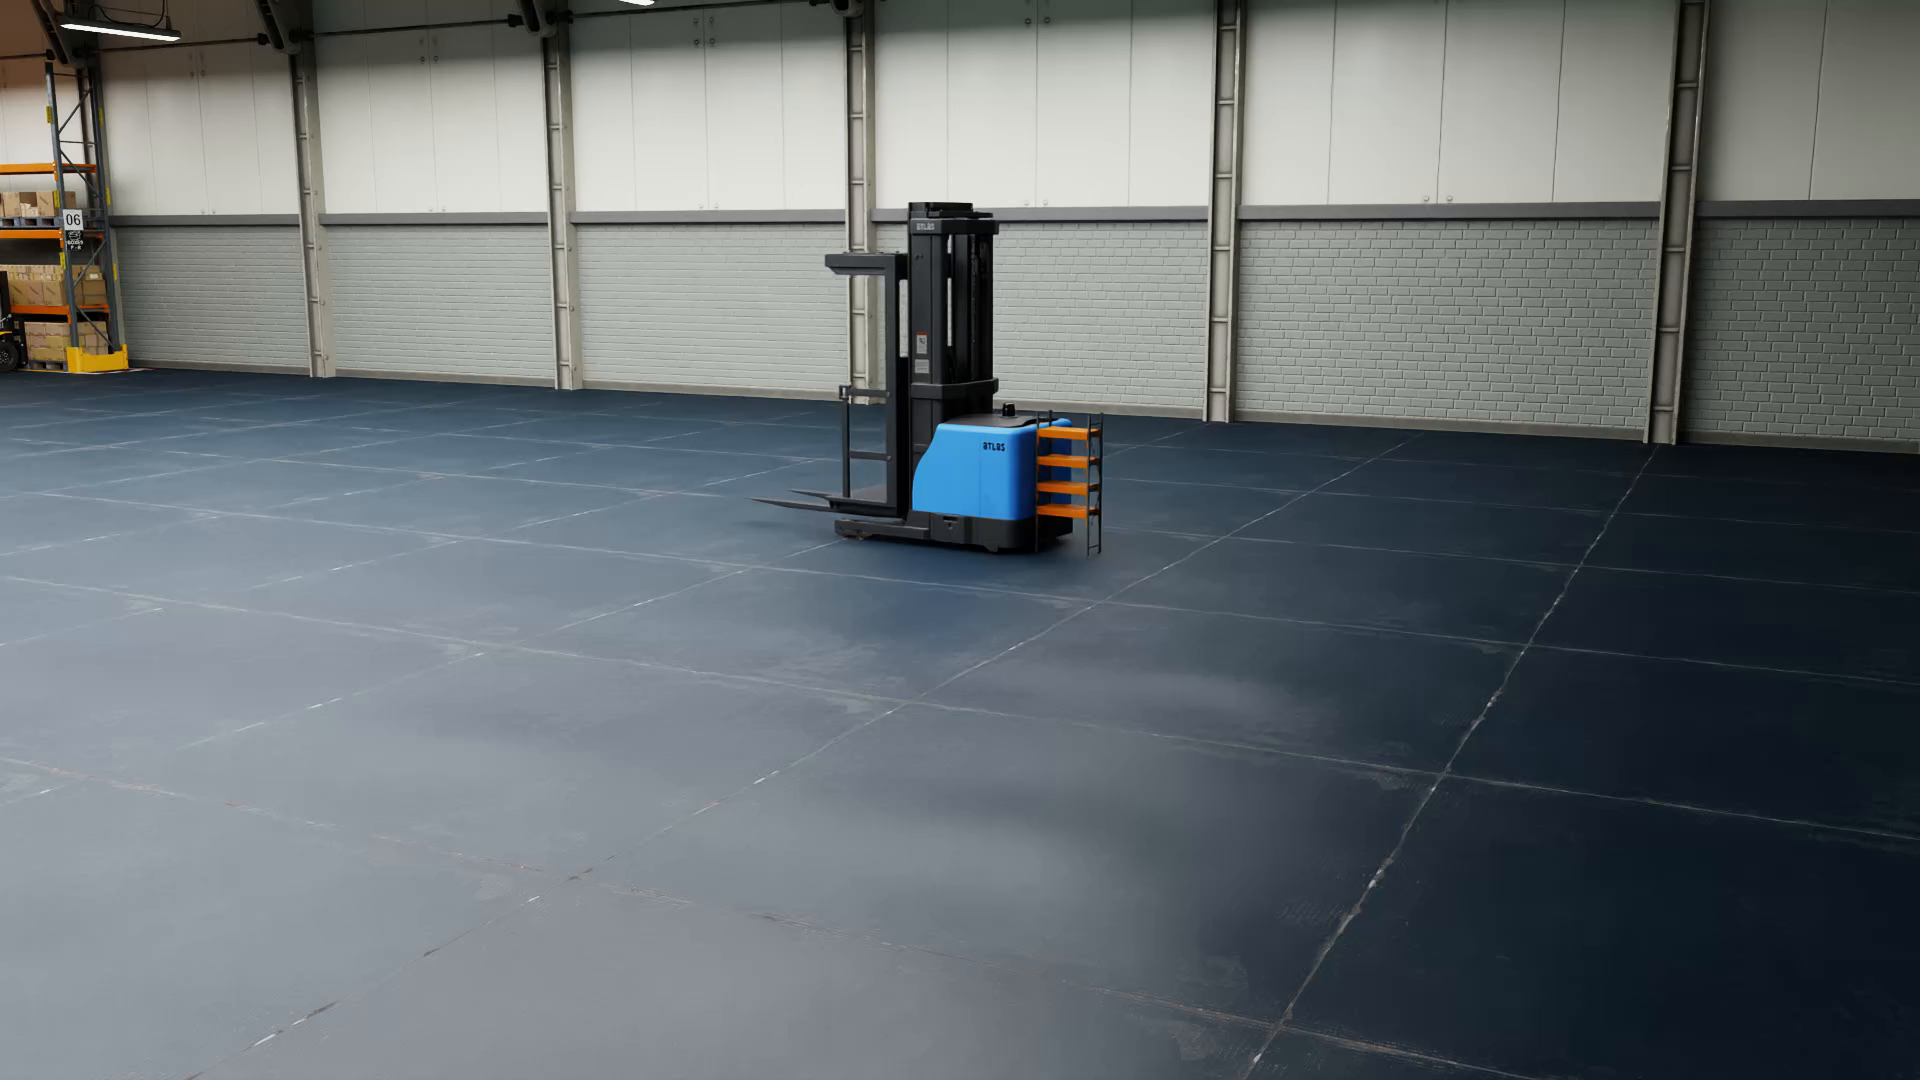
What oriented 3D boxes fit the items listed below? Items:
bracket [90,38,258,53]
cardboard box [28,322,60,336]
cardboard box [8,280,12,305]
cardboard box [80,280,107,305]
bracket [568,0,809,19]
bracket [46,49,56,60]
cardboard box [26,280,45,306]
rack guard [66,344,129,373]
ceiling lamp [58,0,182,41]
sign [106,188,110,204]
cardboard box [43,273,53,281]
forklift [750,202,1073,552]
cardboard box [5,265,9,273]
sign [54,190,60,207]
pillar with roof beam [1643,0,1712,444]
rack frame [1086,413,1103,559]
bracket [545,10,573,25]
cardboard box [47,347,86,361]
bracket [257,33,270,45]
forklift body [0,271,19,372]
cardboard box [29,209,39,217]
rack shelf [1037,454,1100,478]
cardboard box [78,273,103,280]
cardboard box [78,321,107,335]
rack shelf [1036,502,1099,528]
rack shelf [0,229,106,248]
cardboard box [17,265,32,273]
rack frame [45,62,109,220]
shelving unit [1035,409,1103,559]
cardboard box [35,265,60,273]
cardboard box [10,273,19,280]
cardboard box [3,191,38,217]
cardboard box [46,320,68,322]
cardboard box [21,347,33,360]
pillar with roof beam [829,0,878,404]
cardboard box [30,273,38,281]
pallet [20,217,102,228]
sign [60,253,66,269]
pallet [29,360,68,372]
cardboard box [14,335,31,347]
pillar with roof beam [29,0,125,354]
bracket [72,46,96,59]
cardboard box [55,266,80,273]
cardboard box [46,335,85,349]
[{"bbox_3d":[-15.182,-9.549,32.114,4.783,0.066,0.076,5,11,26],"label":"bracket"},{"bbox_3d":[-18.508,-4.292,33.754,0.500,0.250,0.500,5,12,27],"label":"cardboard box"},{"bbox_3d":[-19.431,-5.087,34.133,0.500,0.500,0.500,5,11,26],"label":"cardboard box"},{"bbox_3d":[-17.818,-5.053,33.945,0.500,0.500,0.500,5,12,28],"label":"cardboard box"},{"bbox_3d":[-4.420,-8.603,26.889,4.783,0.066,0.076,5,11,26],"label":"bracket"},{"bbox_3d":[-18.252,-9.818,33.604,0.430,0.232,0.235,5,11,26],"label":"bracket"},{"bbox_3d":[-18.516,-5.009,33.701,0.500,0.500,0.500,5,12,28],"label":"cardboard box"},{"bbox_3d":[-17.475,-3.688,33.706,0.348,0.500,1.175,5,11,26],"label":"rack guard"},{"bbox_3d":[-13.120,-9.596,26.092,0.800,3.185,2.000,5,11,26],"label":"ceiling lamp"},{"bbox_3d":[-17.246,-6.953,33.628,0.005,0.325,0.100,5,11,26],"label":"sign"},{"bbox_3d":[-18.174,-5.287,33.415,0.250,0.149,0.380,5,12,27],"label":"cardboard box"},{"bbox_3d":[-0.521,-1.516,14.879,3.031,2.935,1.130,6,12,32],"label":"forklift"},{"bbox_3d":[-19.290,-5.549,34.033,0.250,0.149,0.380,5,11,27],"label":"cardboard box"},{"bbox_3d":[-17.749,-6.707,32.682,0.005,0.325,0.100,5,11,26],"label":"sign"},{"bbox_3d":[7.276,-5.020,17.197,0.400,9.000,9.100,5,11,26],"label":"pillar with roof beam"},{"bbox_3d":[1.122,-0.453,13.864,0.015,1.200,0.240,6,12,32],"label":"rack frame"},{"bbox_3d":[-6.746,-8.807,28.018,0.430,0.232,0.235,5,11,26],"label":"bracket"},{"bbox_3d":[-18.058,-3.760,33.627,0.500,0.250,0.500,5,11,26],"label":"cardboard box"},{"bbox_3d":[-12.871,-9.345,30.992,0.430,0.232,0.235,5,11,26],"label":"bracket"},{"bbox_3d":[-20.005,-4.361,32.785,1.214,2.155,2.313,5,11,26],"label":"forklift body"},{"bbox_3d":[-18.374,-6.545,33.295,0.250,0.149,0.380,5,11,24],"label":"cardboard box"},{"bbox_3d":[0.916,-0.630,13.965,0.480,0.148,0.258,6,12,32],"label":"rack shelf"},{"bbox_3d":[-17.686,-5.357,33.803,0.250,0.149,0.380,5,11,24],"label":"cardboard box"},{"bbox_3d":[-17.844,-4.334,33.988,0.500,0.250,0.500,5,11,25],"label":"cardboard box"},{"bbox_3d":[0.916,-0.215,14.040,0.480,0.148,0.258,6,12,32],"label":"rack shelf"},{"bbox_3d":[-19.290,-6.200,34.161,4.000,0.370,1.077,5,11,26],"label":"rack shelf"},{"bbox_3d":[-18.866,-5.495,33.730,0.250,0.149,0.380,5,12,27],"label":"cardboard box"},{"bbox_3d":[-17.497,-7.872,32.959,0.127,3.000,1.000,5,11,26],"label":"rack frame"},{"bbox_3d":[0.916,-0.476,13.993,0.503,1.200,0.258,6,12,32],"label":"shelving unit"},{"bbox_3d":[-18.393,-5.460,33.540,0.250,0.149,0.380,5,12,27],"label":"cardboard box"},{"bbox_3d":[-19.093,-5.368,33.867,0.250,0.149,0.380,5,11,26],"label":"cardboard box"},{"bbox_3d":[-18.876,-6.794,33.683,0.500,0.500,0.700,5,11,26],"label":"cardboard box"},{"bbox_3d":[-18.738,-4.414,34.430,0.500,0.250,0.500,5,11,25],"label":"cardboard box"},{"bbox_3d":[-18.944,-3.842,34.077,0.500,0.250,0.500,5,11,26],"label":"cardboard box"},{"bbox_3d":[-3.485,-5.965,22.422,0.548,9.000,9.100,5,11,26],"label":"pillar with roof beam"},{"bbox_3d":[-18.597,-5.338,33.700,0.250,0.149,0.380,5,11,25],"label":"cardboard box"},{"bbox_3d":[-18.120,-6.413,33.565,1.213,0.211,1.003,5,11,26],"label":"pallet"},{"bbox_3d":[-17.749,-5.521,32.896,0.005,0.325,0.100,5,11,26],"label":"sign"},{"bbox_3d":[-18.201,-3.602,34.038,1.213,0.211,1.003,5,11,26],"label":"pallet"},{"bbox_3d":[-18.989,-4.087,34.026,0.500,0.250,0.500,5,11,25],"label":"cardboard box"},{"bbox_3d":[-19.627,-7.384,30.259,0.548,9.000,9.100,5,11,26],"label":"pillar with roof beam"},{"bbox_3d":[-17.507,-9.753,33.243,0.430,0.232,0.235,5,11,26],"label":"bracket"},{"bbox_3d":[-17.911,-5.430,33.370,0.250,0.149,0.380,5,11,26],"label":"cardboard box"},{"bbox_3d":[-18.072,-4.008,33.592,0.500,0.250,0.500,5,11,25],"label":"cardboard box"}]
